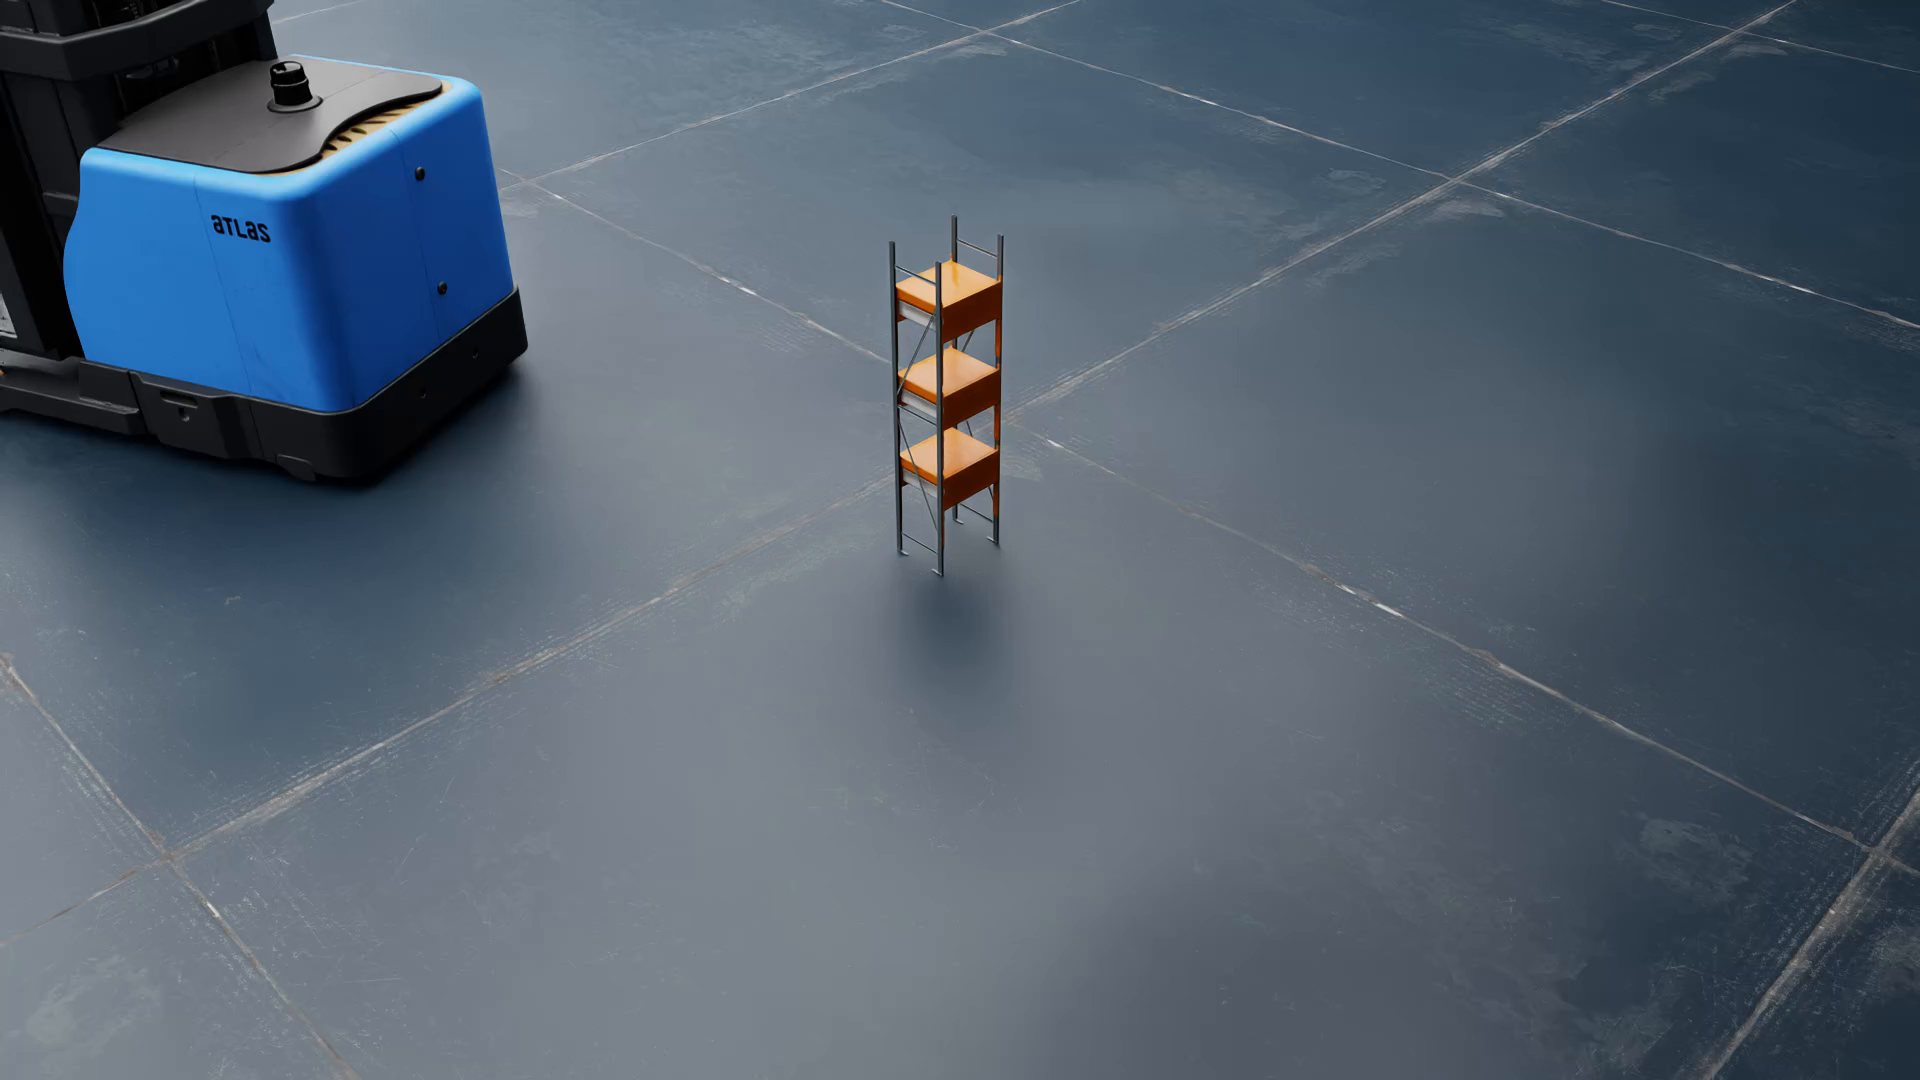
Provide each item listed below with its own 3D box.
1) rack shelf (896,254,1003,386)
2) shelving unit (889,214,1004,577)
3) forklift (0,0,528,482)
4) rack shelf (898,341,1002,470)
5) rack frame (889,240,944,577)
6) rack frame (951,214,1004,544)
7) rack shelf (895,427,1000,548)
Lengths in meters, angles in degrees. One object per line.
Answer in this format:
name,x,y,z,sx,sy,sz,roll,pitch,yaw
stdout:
rack shelf,-0.038,-0.633,4.762,0.215,0.259,0.240,30,45,35
shelving unit,-0.038,-0.409,4.919,0.215,1.050,0.252,30,45,35
forklift,-3.168,-1.917,5.437,3.031,2.935,1.130,12,37,17
rack shelf,-0.038,-0.400,4.925,0.215,0.259,0.240,30,45,35
rack frame,-0.124,-0.359,4.848,0.200,1.050,0.008,30,45,35
rack frame,0.048,-0.458,4.990,0.200,1.050,0.008,30,45,35
rack shelf,-0.038,-0.172,5.084,0.215,0.259,0.240,30,45,35
